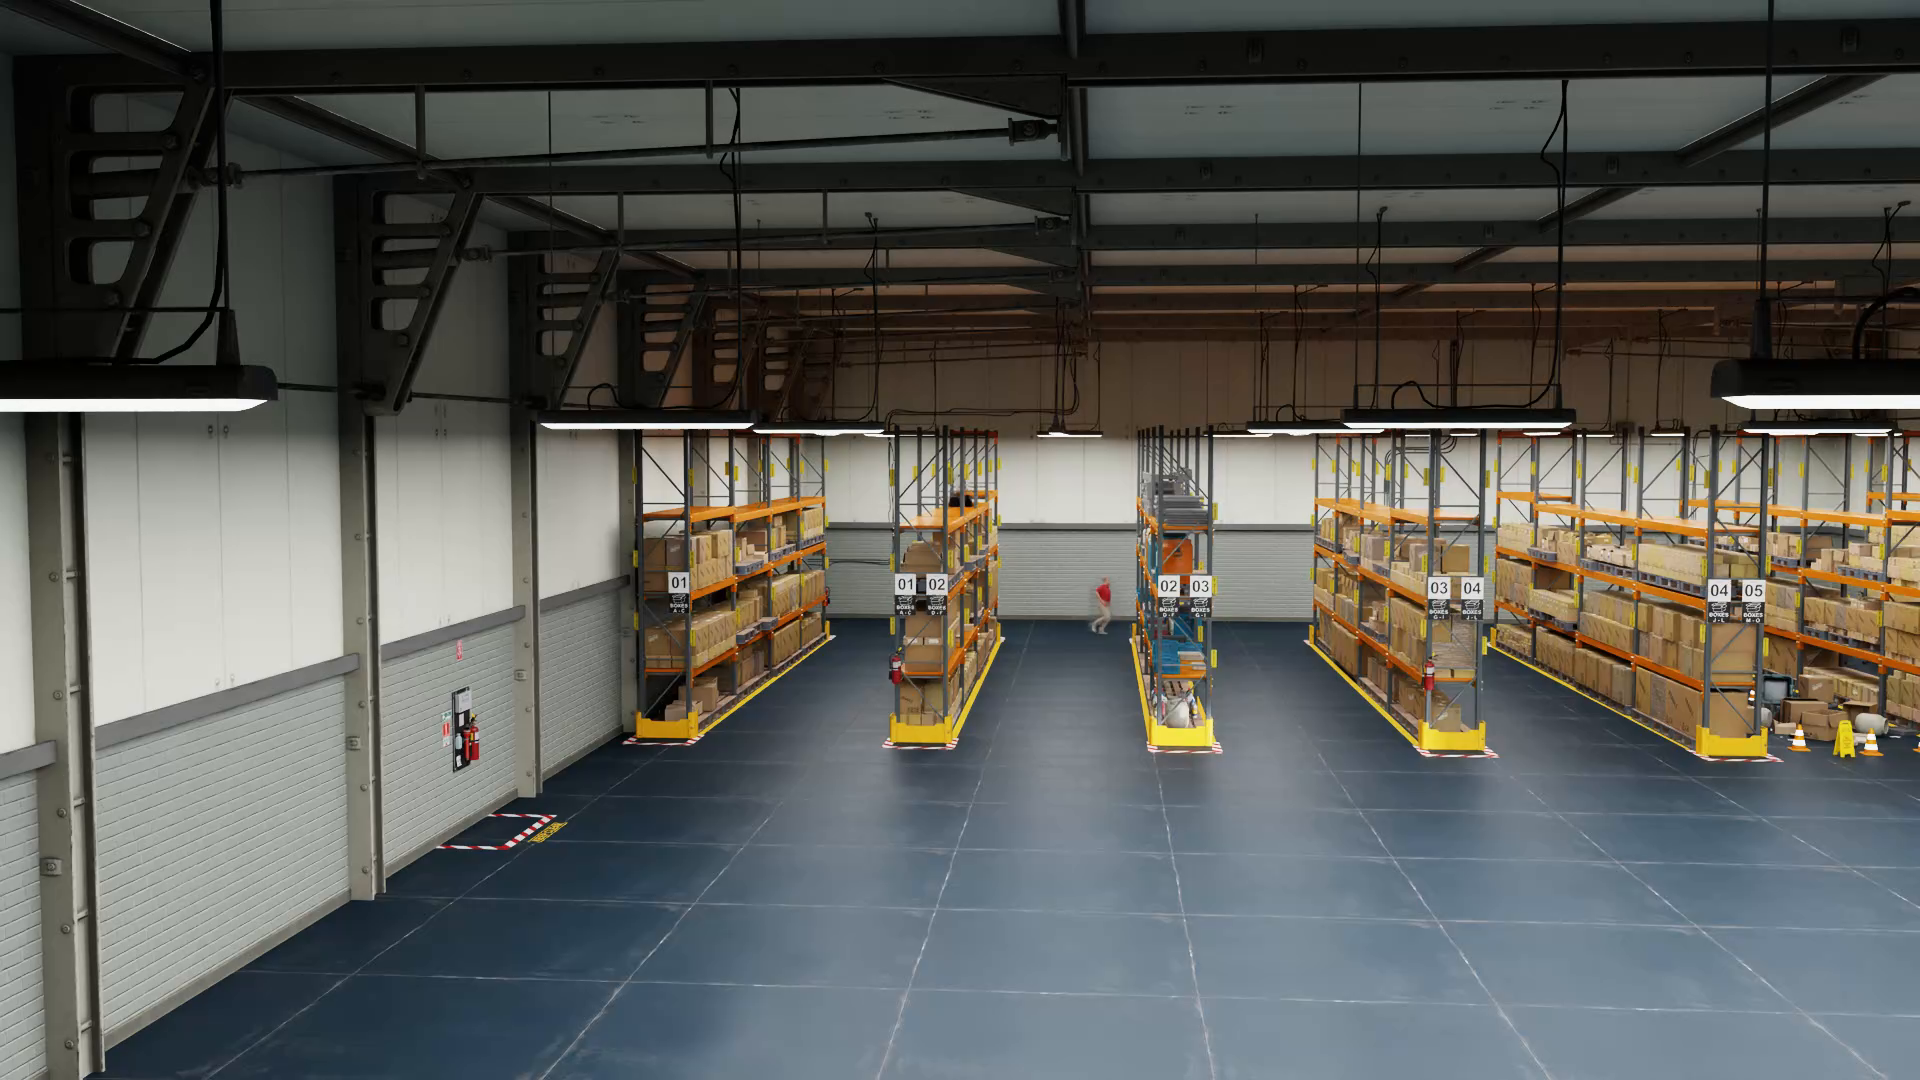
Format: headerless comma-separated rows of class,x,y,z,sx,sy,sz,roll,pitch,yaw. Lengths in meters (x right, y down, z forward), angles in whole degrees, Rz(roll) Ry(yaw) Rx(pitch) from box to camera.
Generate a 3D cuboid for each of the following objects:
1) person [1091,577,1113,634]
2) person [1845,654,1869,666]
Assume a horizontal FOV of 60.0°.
person,4.217,1.942,49.248,0.559,1.665,0.776,1,4,21
person,22.572,2.345,41.979,0.654,1.699,0.905,-1,4,-13
